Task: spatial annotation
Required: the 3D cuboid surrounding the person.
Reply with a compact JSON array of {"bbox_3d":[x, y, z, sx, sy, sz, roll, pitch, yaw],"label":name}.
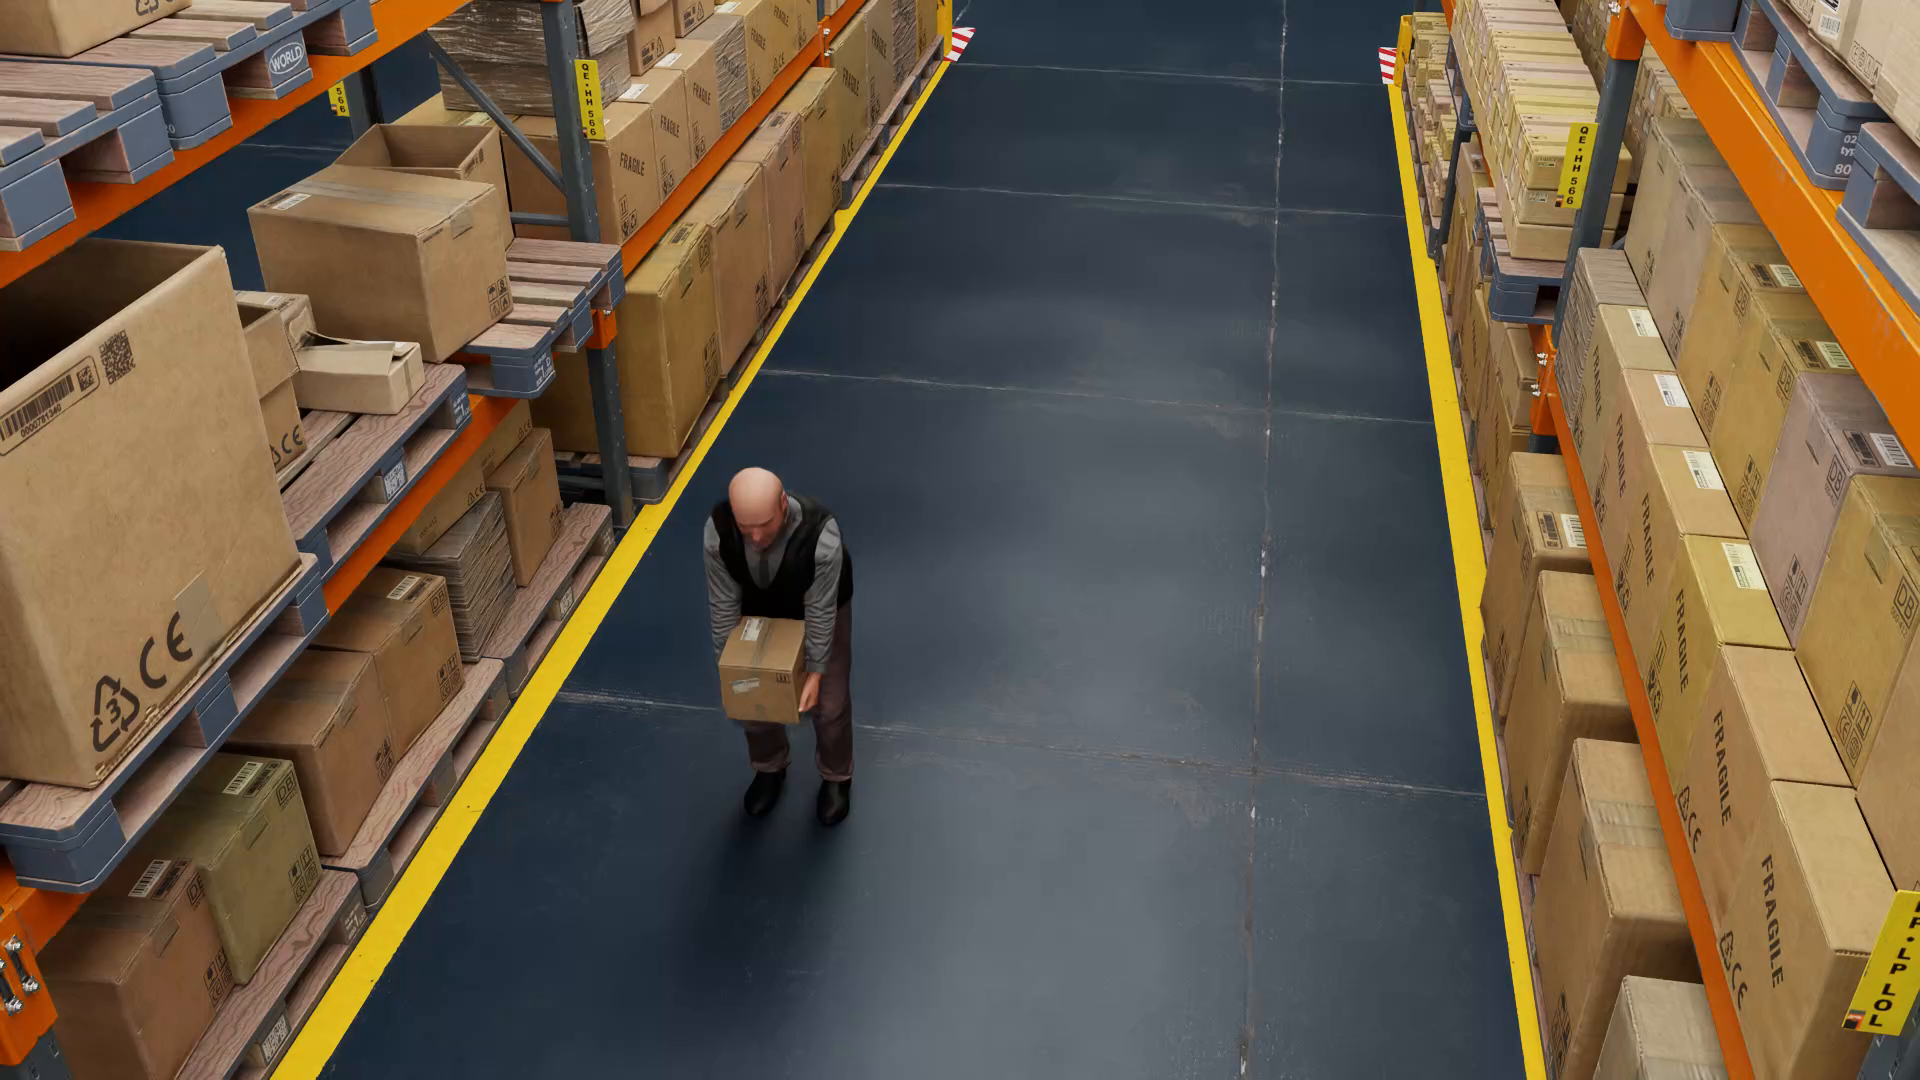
[{"bbox_3d":[-0.603,0.343,5.737,0.470,1.598,0.677,5,32,7],"label":"person"}]
